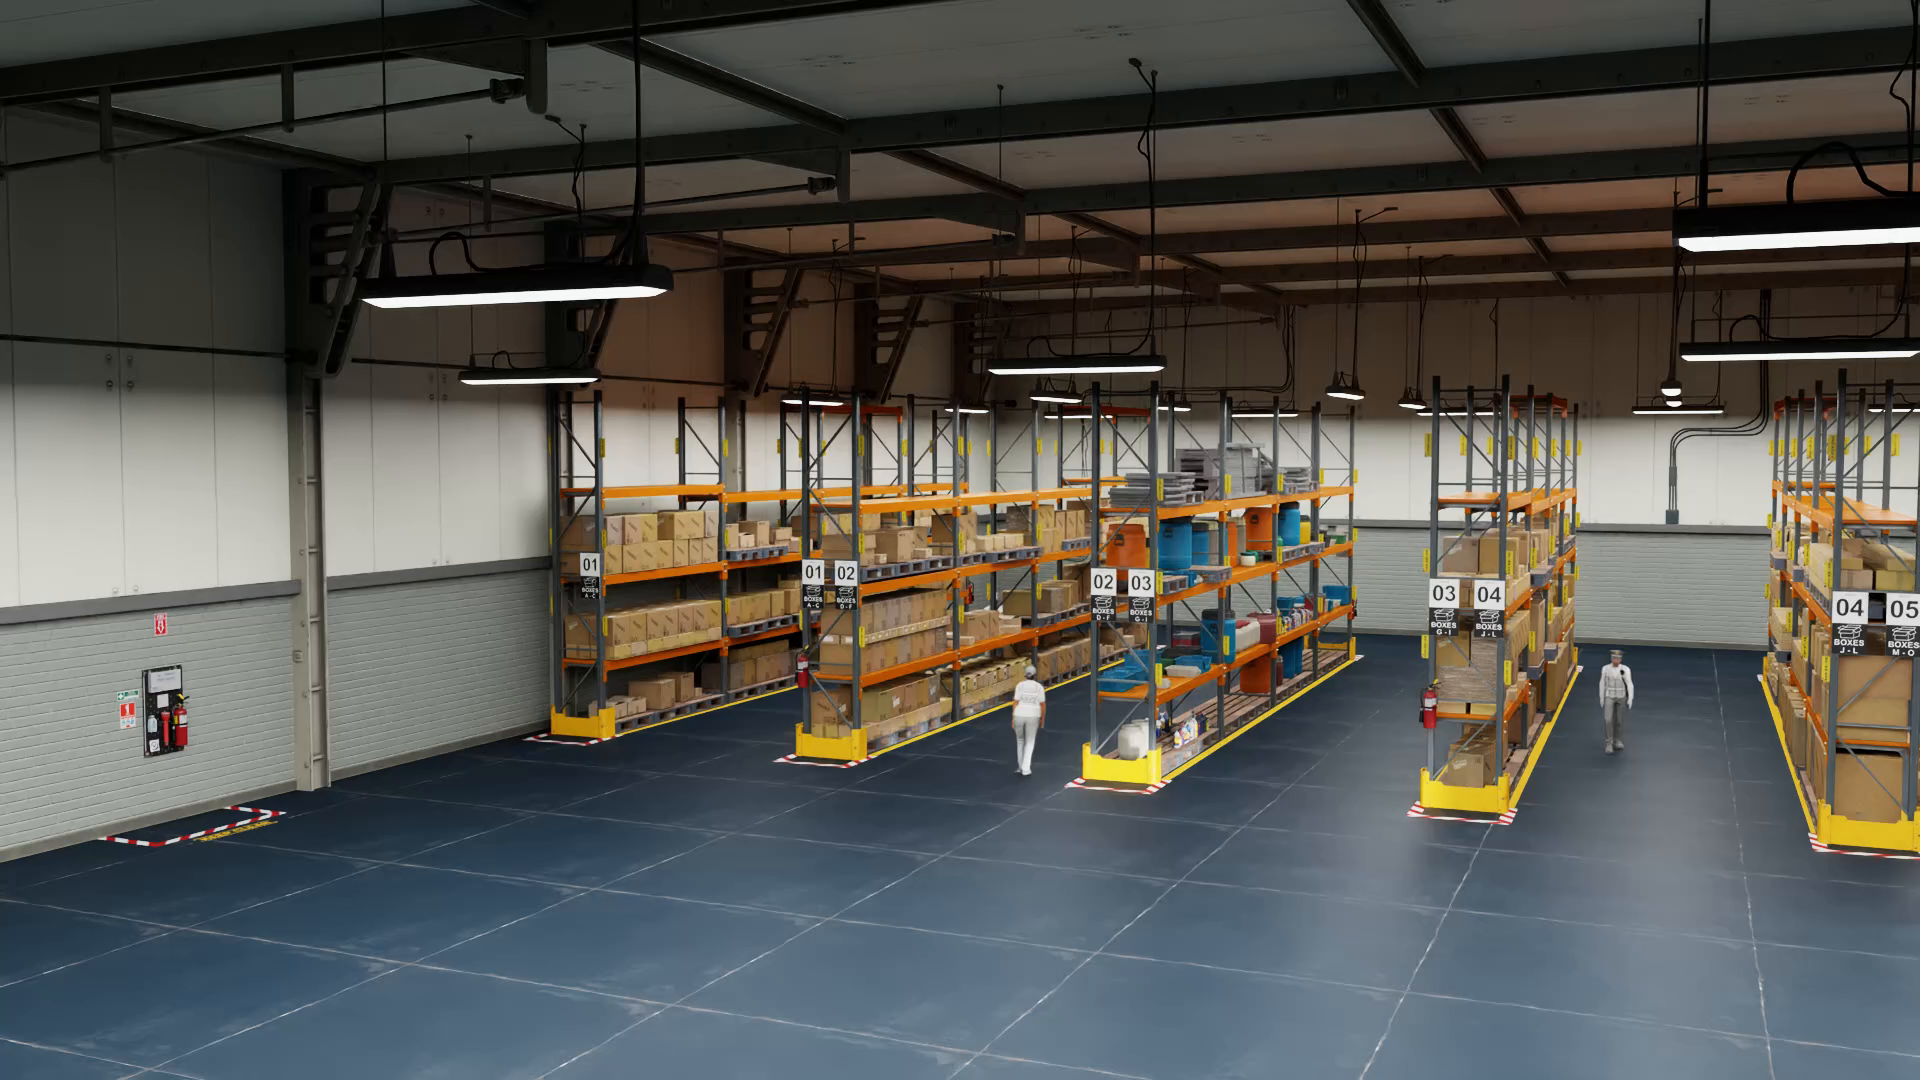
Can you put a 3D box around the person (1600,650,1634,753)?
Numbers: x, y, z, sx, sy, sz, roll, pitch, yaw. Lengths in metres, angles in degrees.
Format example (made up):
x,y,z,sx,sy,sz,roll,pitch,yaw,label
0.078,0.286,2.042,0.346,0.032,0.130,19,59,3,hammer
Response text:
x,y,z,sx,sy,sz,roll,pitch,yaw,label
10.874,2.660,27.550,0.530,1.693,0.625,1,3,22,person

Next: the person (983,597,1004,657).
x,y,z,sx,sy,sz,roll,pitch,yaw,label
0.730,2.078,37.203,0.620,1.711,1.081,1,3,21,person

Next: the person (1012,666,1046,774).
x,y,z,sx,sy,sz,roll,pitch,yaw,label
1.048,2.793,25.540,0.508,1.712,0.606,1,3,16,person
